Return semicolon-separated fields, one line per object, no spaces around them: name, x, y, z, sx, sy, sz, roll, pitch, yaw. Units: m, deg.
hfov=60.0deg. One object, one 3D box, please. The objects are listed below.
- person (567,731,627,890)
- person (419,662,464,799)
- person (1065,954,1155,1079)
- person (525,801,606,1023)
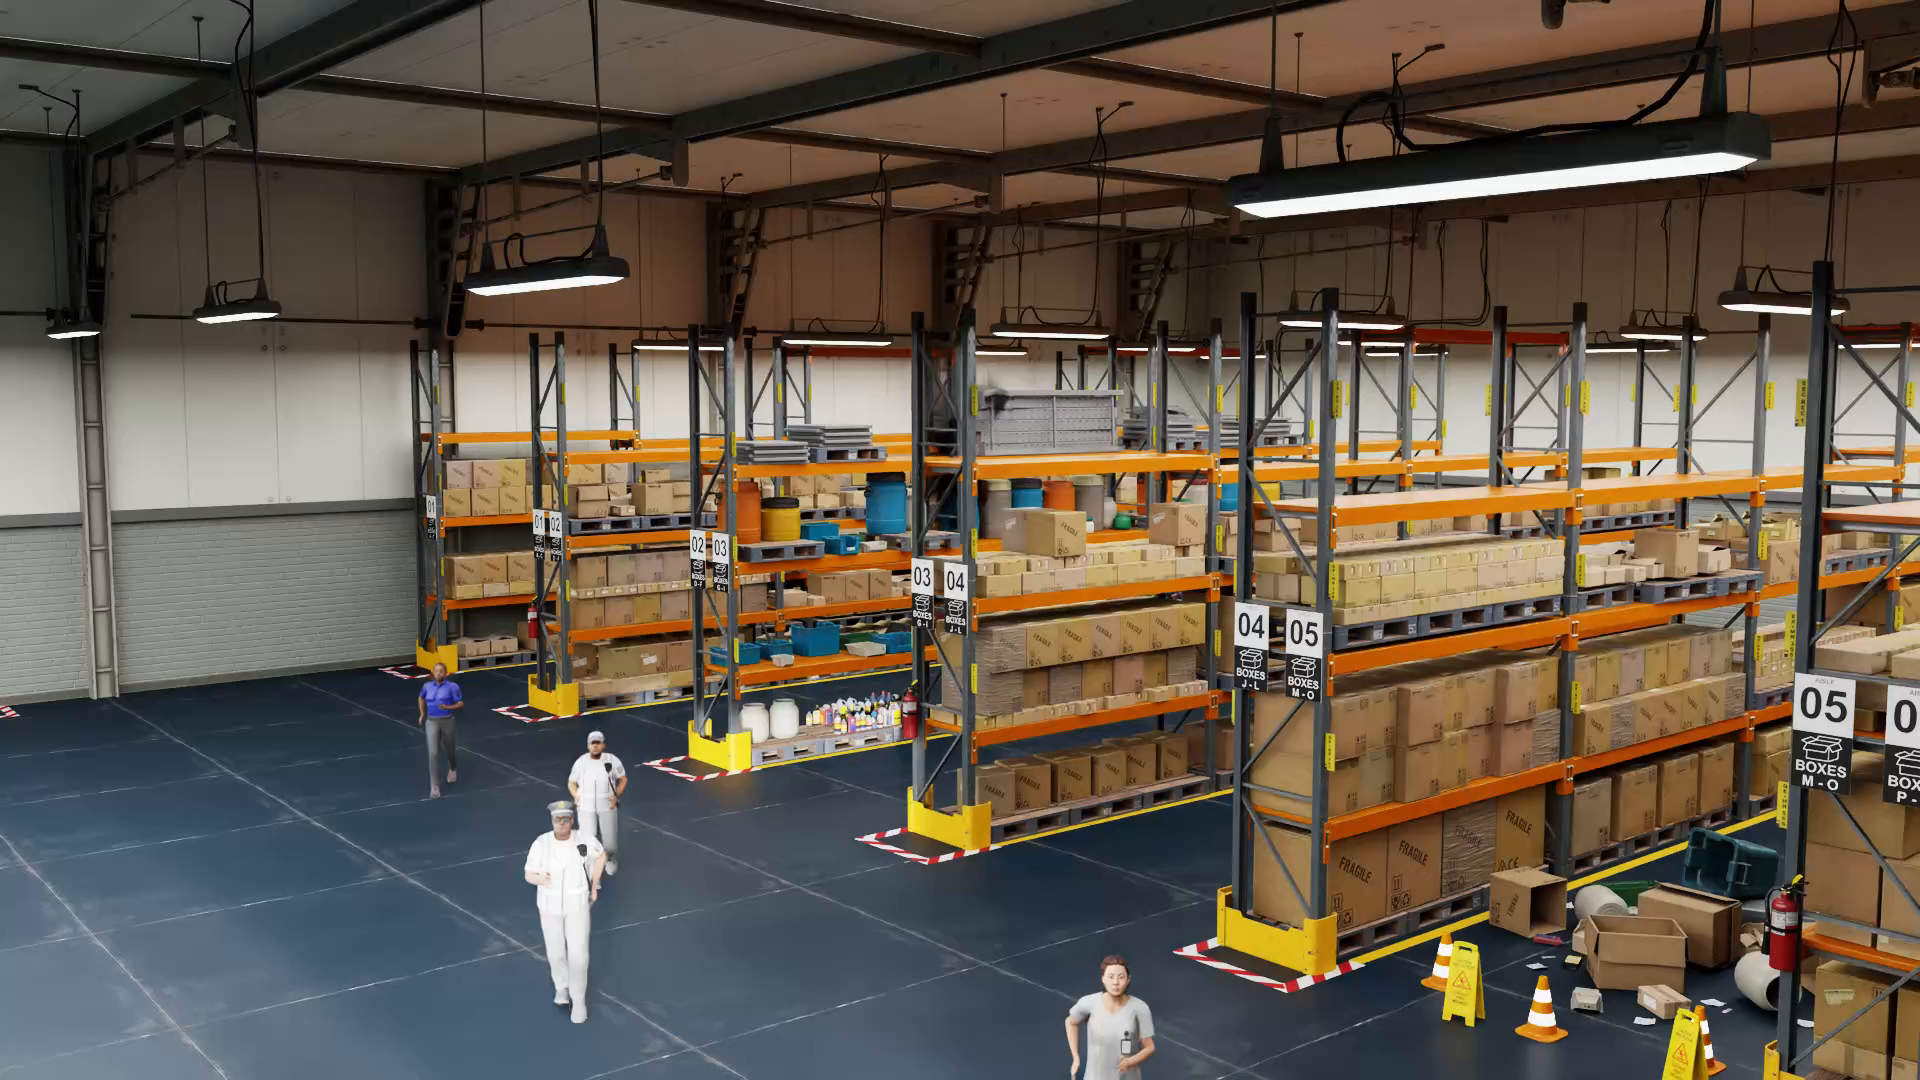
person;-3.746;2.772;17.172;0.604;1.617;0.575;-1;5;-8
person;-6.591;2.375;21.122;0.576;1.634;0.938;-1;5;-11
person;0.934;3.379;10.275;0.538;1.641;0.653;0;5;0
person;-3.233;3.036;13.619;0.640;1.840;0.726;-1;5;-8
